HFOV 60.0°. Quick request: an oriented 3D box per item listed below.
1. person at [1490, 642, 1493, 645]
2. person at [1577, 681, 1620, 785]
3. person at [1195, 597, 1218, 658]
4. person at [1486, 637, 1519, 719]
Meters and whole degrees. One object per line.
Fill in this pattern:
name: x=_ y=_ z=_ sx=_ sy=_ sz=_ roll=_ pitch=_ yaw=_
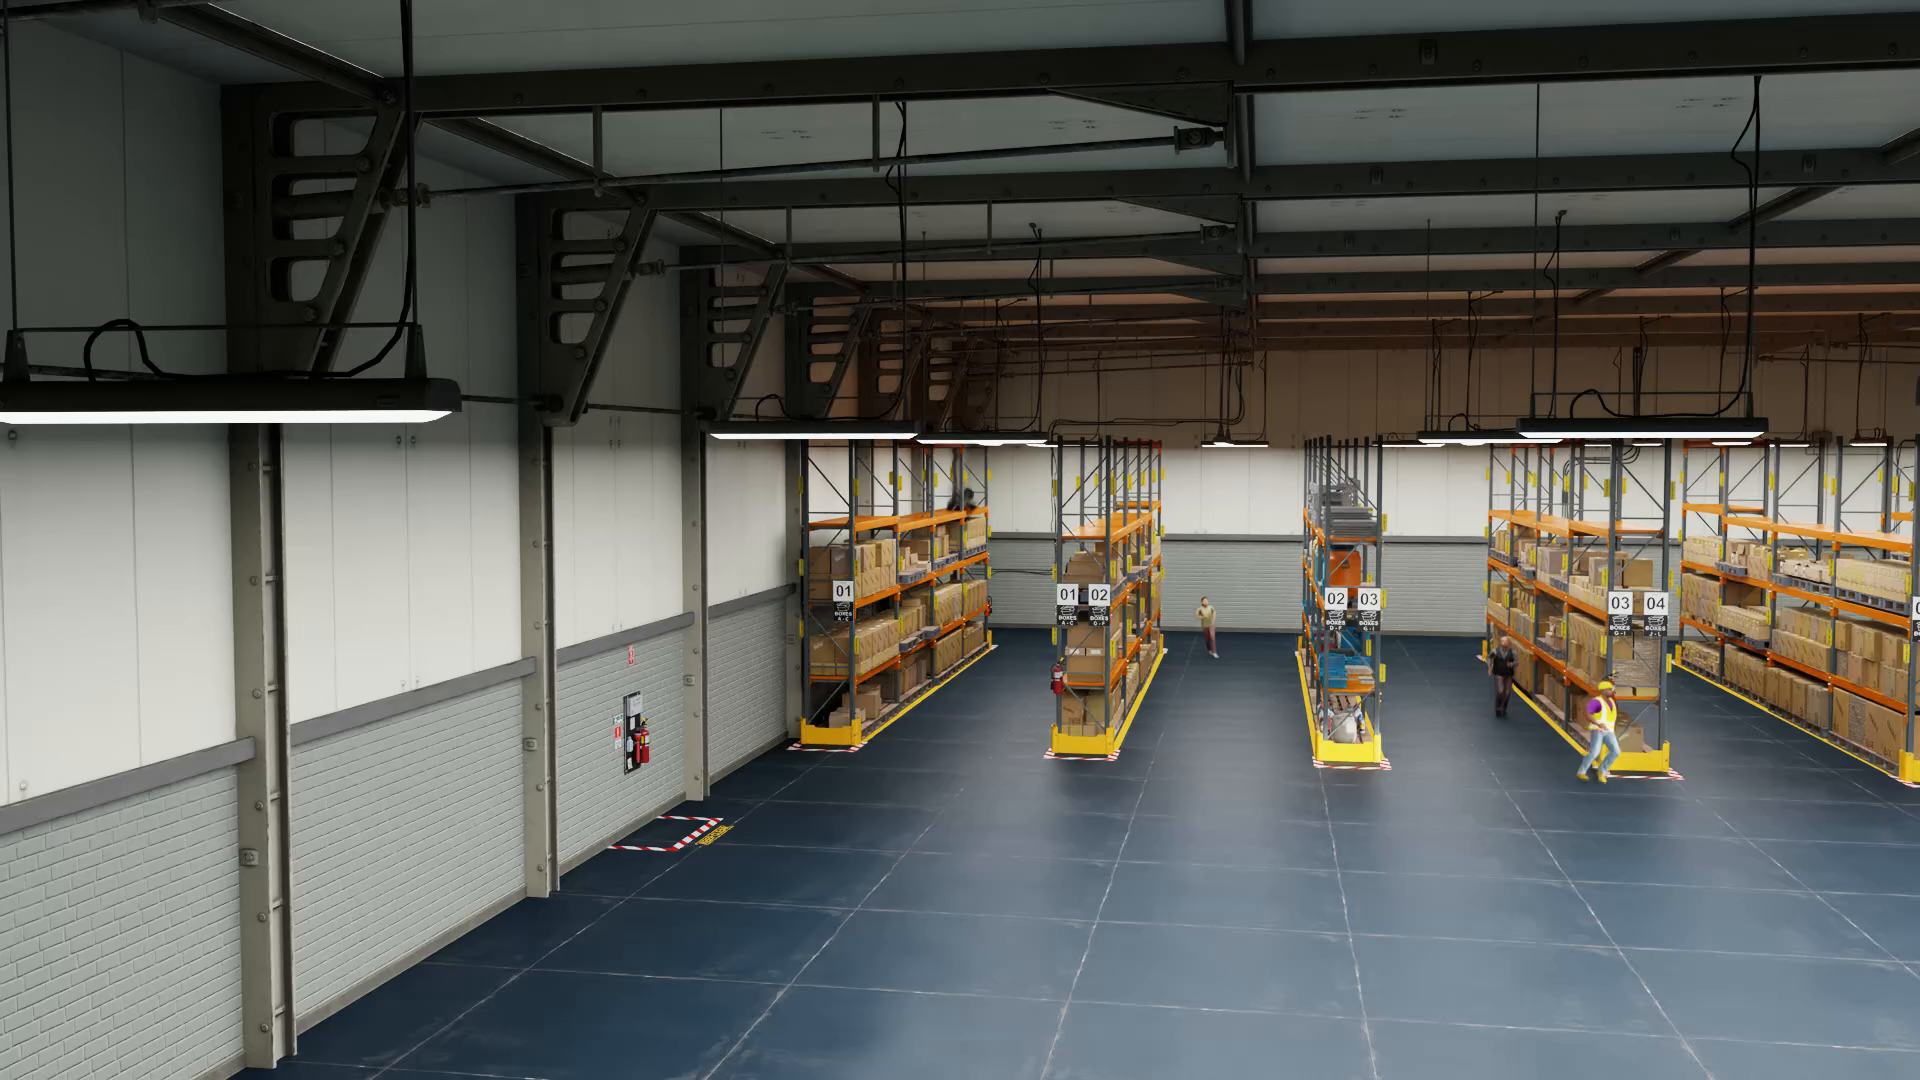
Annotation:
person: x=15.049 y=2.433 z=46.451 sx=0.720 sy=1.724 sz=0.656 roll=1 pitch=3 yaw=19
person: x=11.083 y=3.314 z=28.652 sx=0.765 sy=1.758 sz=0.656 roll=-1 pitch=3 yaw=-25
person: x=6.790 y=2.389 z=45.968 sx=0.588 sy=1.630 sz=0.945 roll=0 pitch=3 yaw=2
person: x=11.616 y=2.905 z=35.553 sx=0.628 sy=1.527 sz=0.732 roll=0 pitch=3 yaw=6
